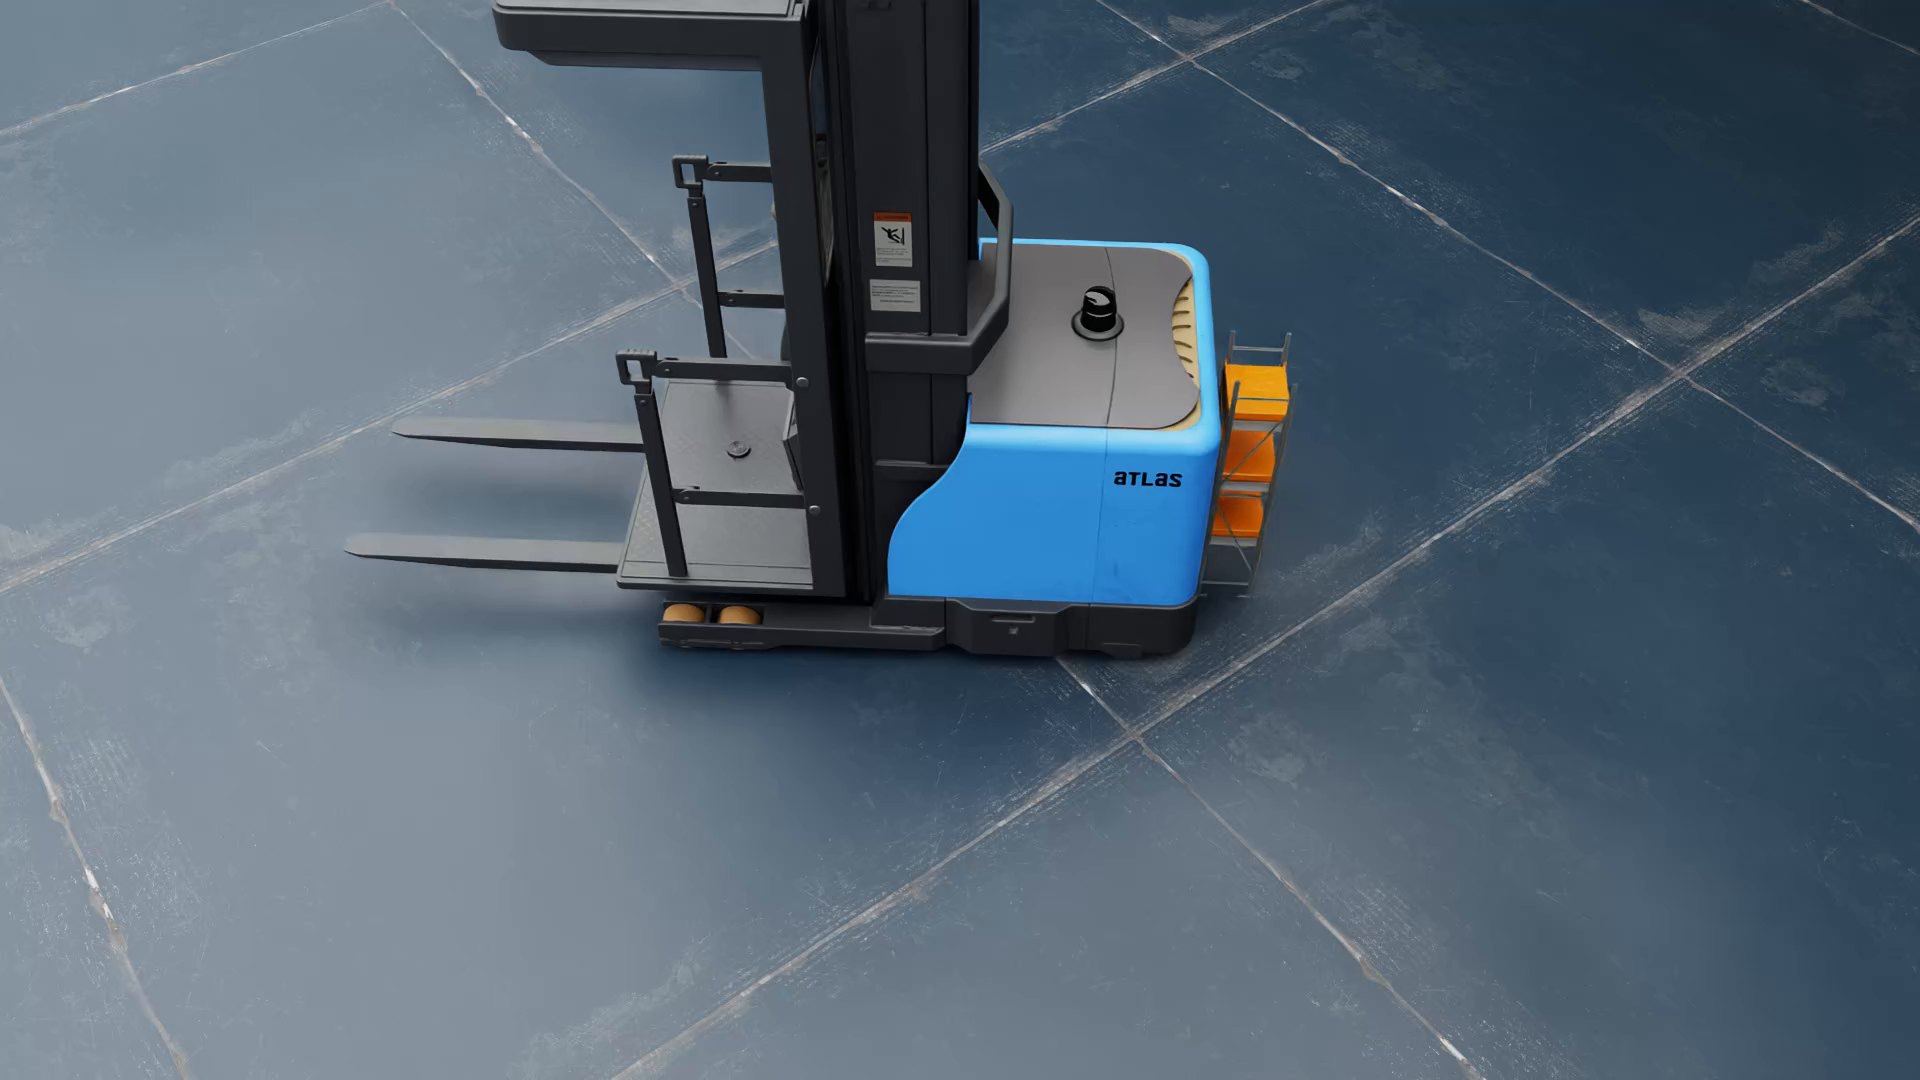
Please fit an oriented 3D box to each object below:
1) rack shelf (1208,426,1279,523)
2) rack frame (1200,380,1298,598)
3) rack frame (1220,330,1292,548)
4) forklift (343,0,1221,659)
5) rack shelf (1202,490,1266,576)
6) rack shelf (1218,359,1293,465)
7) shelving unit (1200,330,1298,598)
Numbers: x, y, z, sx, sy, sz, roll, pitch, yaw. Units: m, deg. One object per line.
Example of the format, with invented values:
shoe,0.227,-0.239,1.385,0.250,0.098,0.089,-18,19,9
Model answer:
rack shelf,0.972,-0.231,5.763,0.215,0.259,0.240,3,48,1
rack frame,0.966,-0.148,5.673,0.200,1.050,0.008,3,48,1
rack frame,0.979,-0.329,5.837,0.200,1.050,0.008,3,48,1
forklift,-0.668,-0.985,5.165,3.031,2.935,1.130,2,48,2
rack shelf,0.968,-0.045,5.969,0.215,0.259,0.240,3,48,1
rack shelf,0.977,-0.422,5.552,0.215,0.259,0.240,3,48,1
shelving unit,0.972,-0.238,5.755,0.215,1.050,0.252,3,48,1
